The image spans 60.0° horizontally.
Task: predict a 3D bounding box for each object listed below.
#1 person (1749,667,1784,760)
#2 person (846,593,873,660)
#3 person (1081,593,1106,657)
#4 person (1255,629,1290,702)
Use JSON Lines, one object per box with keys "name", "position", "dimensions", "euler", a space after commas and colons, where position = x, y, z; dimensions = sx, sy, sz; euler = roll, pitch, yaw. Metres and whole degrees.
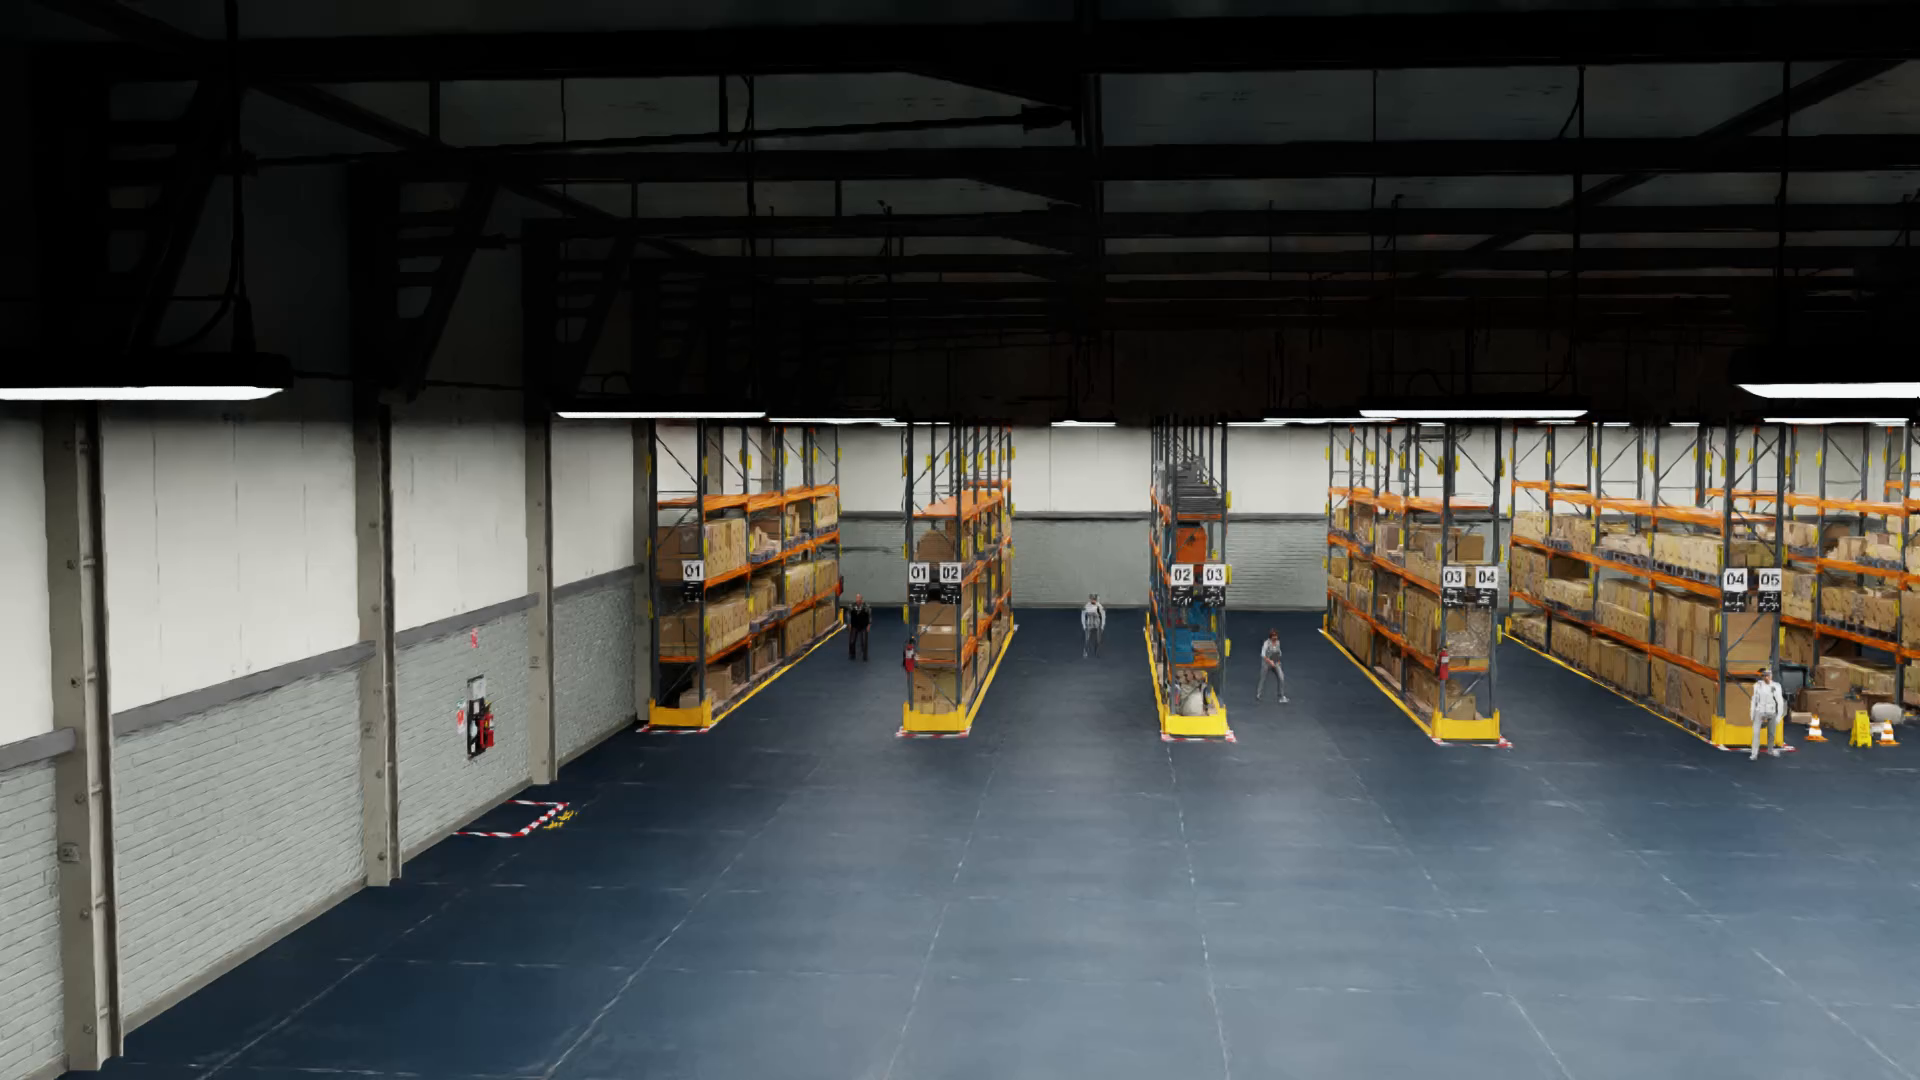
{"name": "person", "position": [13.925, 2.975, 28.712], "dimensions": [0.524, 1.623, 0.912], "euler": [2, 4, 29]}
{"name": "person", "position": [-2.482, 2.138, 40.977], "dimensions": [0.677, 1.674, 0.534], "euler": [0, 4, 4]}
{"name": "person", "position": [3.329, 2.122, 41.519], "dimensions": [0.639, 1.631, 0.492], "euler": [0, 4, 3]}
{"name": "person", "position": [6.509, 2.608, 34.775], "dimensions": [0.569, 1.530, 0.774], "euler": [-1, 4, -13]}
